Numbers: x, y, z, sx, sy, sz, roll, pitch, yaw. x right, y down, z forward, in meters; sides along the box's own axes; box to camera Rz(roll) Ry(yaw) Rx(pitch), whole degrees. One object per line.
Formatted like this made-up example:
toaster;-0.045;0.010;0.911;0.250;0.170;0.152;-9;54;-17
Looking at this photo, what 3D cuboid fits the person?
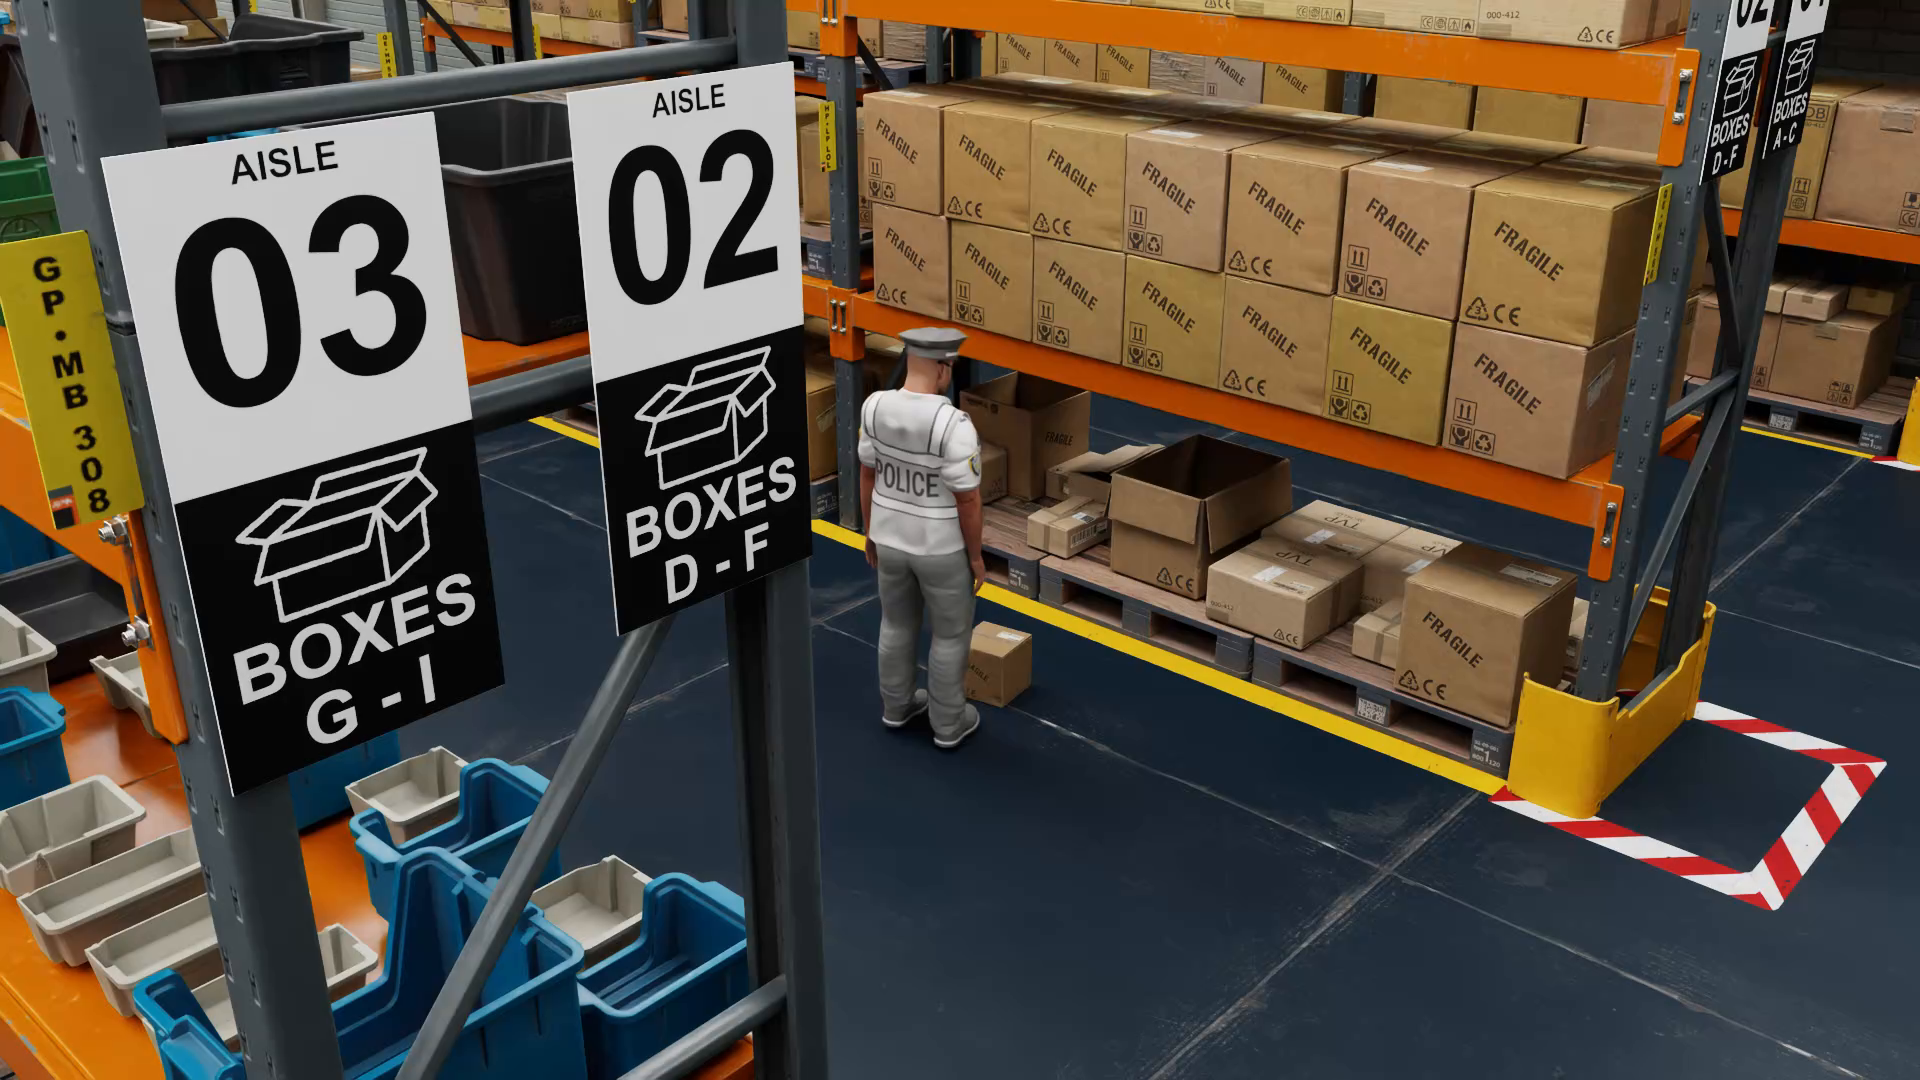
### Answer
person;-0.108;0.002;6.559;0.546;1.752;0.457;15;28;30
